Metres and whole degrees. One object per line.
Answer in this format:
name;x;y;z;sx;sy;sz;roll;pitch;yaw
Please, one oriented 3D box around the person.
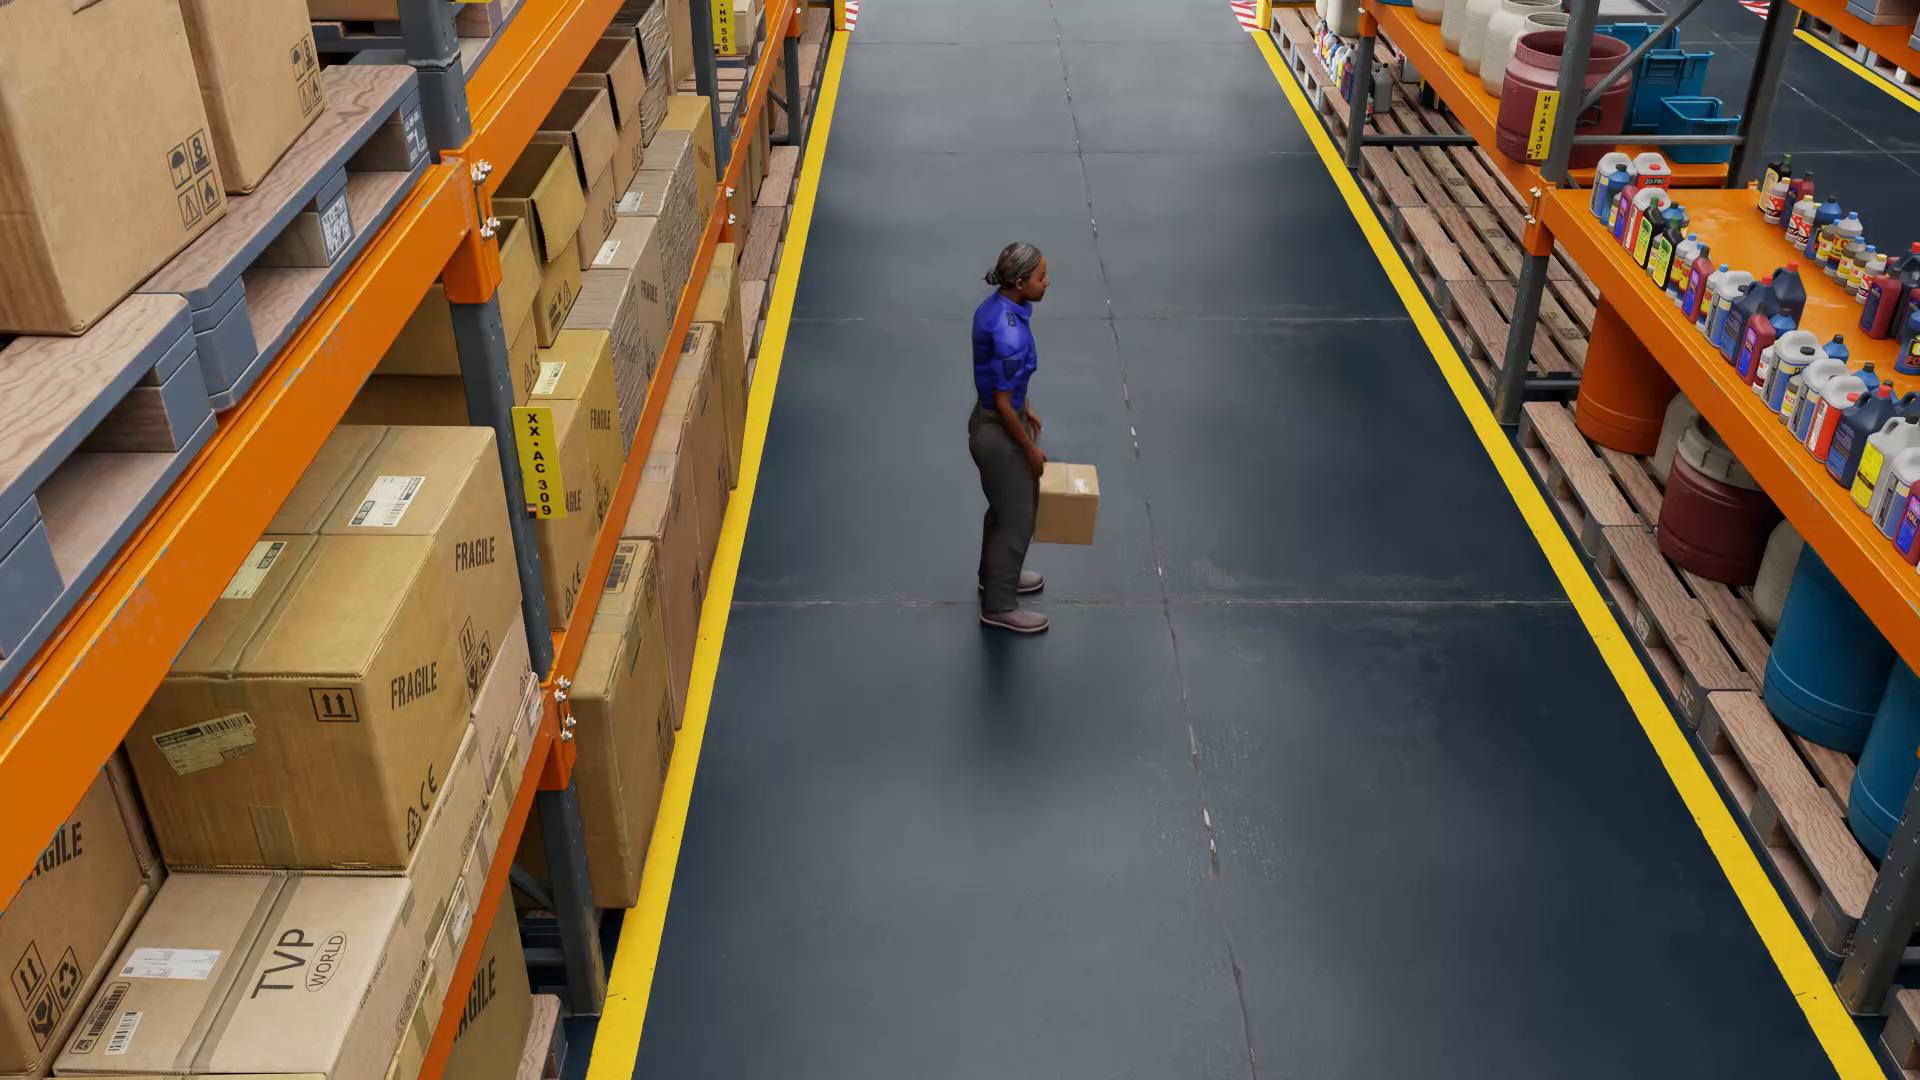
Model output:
person;0.206;-0.432;6.833;0.345;1.659;0.494;0;32;-1
